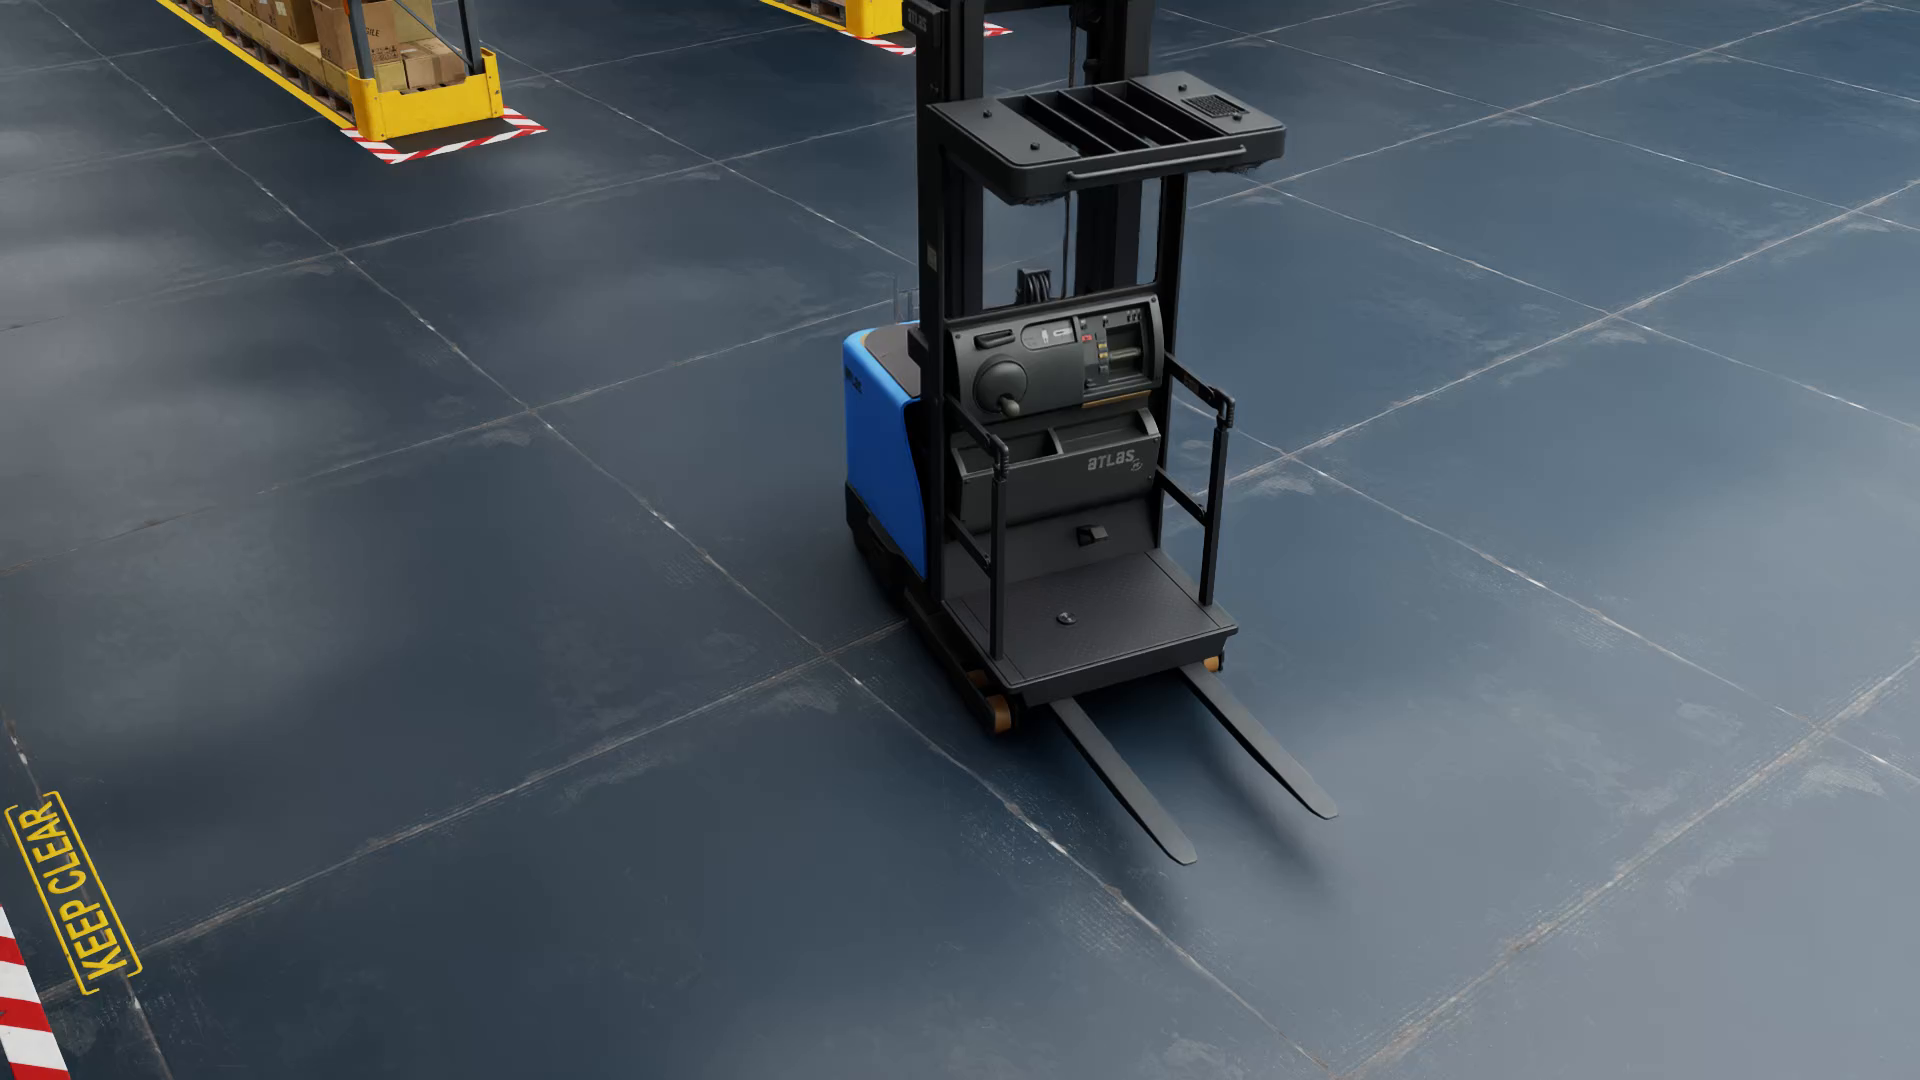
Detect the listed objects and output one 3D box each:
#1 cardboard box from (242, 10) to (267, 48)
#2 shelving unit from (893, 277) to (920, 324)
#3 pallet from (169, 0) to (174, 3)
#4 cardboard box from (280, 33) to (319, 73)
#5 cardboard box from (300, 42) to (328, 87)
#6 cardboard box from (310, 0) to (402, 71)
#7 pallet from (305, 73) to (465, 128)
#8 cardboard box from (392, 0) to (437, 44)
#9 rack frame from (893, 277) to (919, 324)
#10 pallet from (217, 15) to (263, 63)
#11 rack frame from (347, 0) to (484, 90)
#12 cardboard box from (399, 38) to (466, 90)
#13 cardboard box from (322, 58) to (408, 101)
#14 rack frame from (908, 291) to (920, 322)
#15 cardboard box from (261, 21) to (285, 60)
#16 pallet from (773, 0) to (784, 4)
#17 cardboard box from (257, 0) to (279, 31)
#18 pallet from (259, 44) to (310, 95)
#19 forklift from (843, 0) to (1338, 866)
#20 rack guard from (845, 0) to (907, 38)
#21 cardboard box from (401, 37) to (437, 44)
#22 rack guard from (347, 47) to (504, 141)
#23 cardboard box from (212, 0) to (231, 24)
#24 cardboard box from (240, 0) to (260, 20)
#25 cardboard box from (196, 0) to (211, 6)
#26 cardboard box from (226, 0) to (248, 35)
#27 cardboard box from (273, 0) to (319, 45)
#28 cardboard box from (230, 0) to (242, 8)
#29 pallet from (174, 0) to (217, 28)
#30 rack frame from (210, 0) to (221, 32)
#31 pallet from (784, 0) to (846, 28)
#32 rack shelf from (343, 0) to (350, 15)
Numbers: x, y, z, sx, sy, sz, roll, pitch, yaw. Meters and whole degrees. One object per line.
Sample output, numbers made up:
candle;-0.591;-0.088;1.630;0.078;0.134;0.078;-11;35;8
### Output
cardboard box;-6.206;-4.716;15.209;0.500;0.250;0.500;-22;38;-31
shelving unit;-0.173;-0.733;8.293;0.258;1.200;0.189;-13;34;-20
pallet;-8.091;-6.036;17.769;1.003;0.211;1.213;-22;38;-31
cardboard box;-5.589;-4.301;14.540;0.500;0.250;0.500;-22;38;-31
cardboard box;-5.281;-4.093;14.205;0.500;0.250;0.500;-22;38;-31
cardboard box;-4.967;-4.207;13.677;0.500;0.500;0.500;-22;38;-31
pallet;-4.905;-3.871;14.283;1.003;0.211;1.213;-22;38;-31
cardboard box;-4.864;-4.583;14.283;0.500;0.500;0.500;-22;38;-31
rack frame;-0.210;-0.777;8.364;0.240;1.200;0.006;-13;34;-20
pallet;-6.401;-4.888;15.920;1.003;0.211;1.213;-22;38;-31
rack frame;-4.403;-4.750;13.056;1.000;3.000;0.127;-22;38;-31
cardboard box;-4.556;-4.056;14.146;0.500;0.250;0.500;-22;38;-31
cardboard box;-4.965;-3.889;13.876;0.500;0.250;0.500;-22;38;-31
rack frame;-0.136;-0.689;8.222;0.240;1.200;0.006;-13;34;-20
cardboard box;-5.894;-4.510;14.876;0.500;0.250;0.500;-22;38;-31
pallet;-1.809;-6.032;17.762;1.003;0.211;1.213;-22;38;-31
cardboard box;-5.897;-4.827;14.677;0.500;0.500;0.500;-22;38;-31
pallet;-5.649;-4.379;15.101;1.003;0.211;1.213;-22;38;-31
forklift;0.493;-0.694;6.589;1.130;2.935;3.031;-13;34;-20
rack guard;-0.572;-5.306;16.319;1.175;0.500;0.348;-22;38;-31
cardboard box;-4.865;-4.263;14.480;0.500;0.250;0.500;-22;38;-31
rack guard;-4.388;-3.679;13.699;1.175;0.500;0.348;-22;38;-31
cardboard box;-6.811;-5.136;15.885;0.500;0.250;0.500;-22;38;-31
cardboard box;-6.205;-5.035;15.011;0.500;0.500;0.500;-22;38;-31
cardboard box;-7.339;-5.507;16.482;0.500;0.250;0.500;-23;38;-32
cardboard box;-6.508;-4.926;15.547;0.500;0.250;0.500;-22;38;-31
cardboard box;-5.591;-4.619;14.341;0.500;0.500;0.500;-22;38;-31
cardboard box;-6.506;-5.246;15.351;0.500;0.500;0.500;-22;38;-31
pallet;-7.338;-5.527;16.949;1.003;0.211;1.213;-22;38;-31
rack frame;-6.856;-6.417;15.740;1.000;3.000;0.127;-22;38;-31
pallet;-1.065;-5.524;16.943;1.003;0.211;1.213;-22;38;-31
rack shelf;-5.629;-5.278;14.587;1.077;0.370;4.000;-22;38;-31
